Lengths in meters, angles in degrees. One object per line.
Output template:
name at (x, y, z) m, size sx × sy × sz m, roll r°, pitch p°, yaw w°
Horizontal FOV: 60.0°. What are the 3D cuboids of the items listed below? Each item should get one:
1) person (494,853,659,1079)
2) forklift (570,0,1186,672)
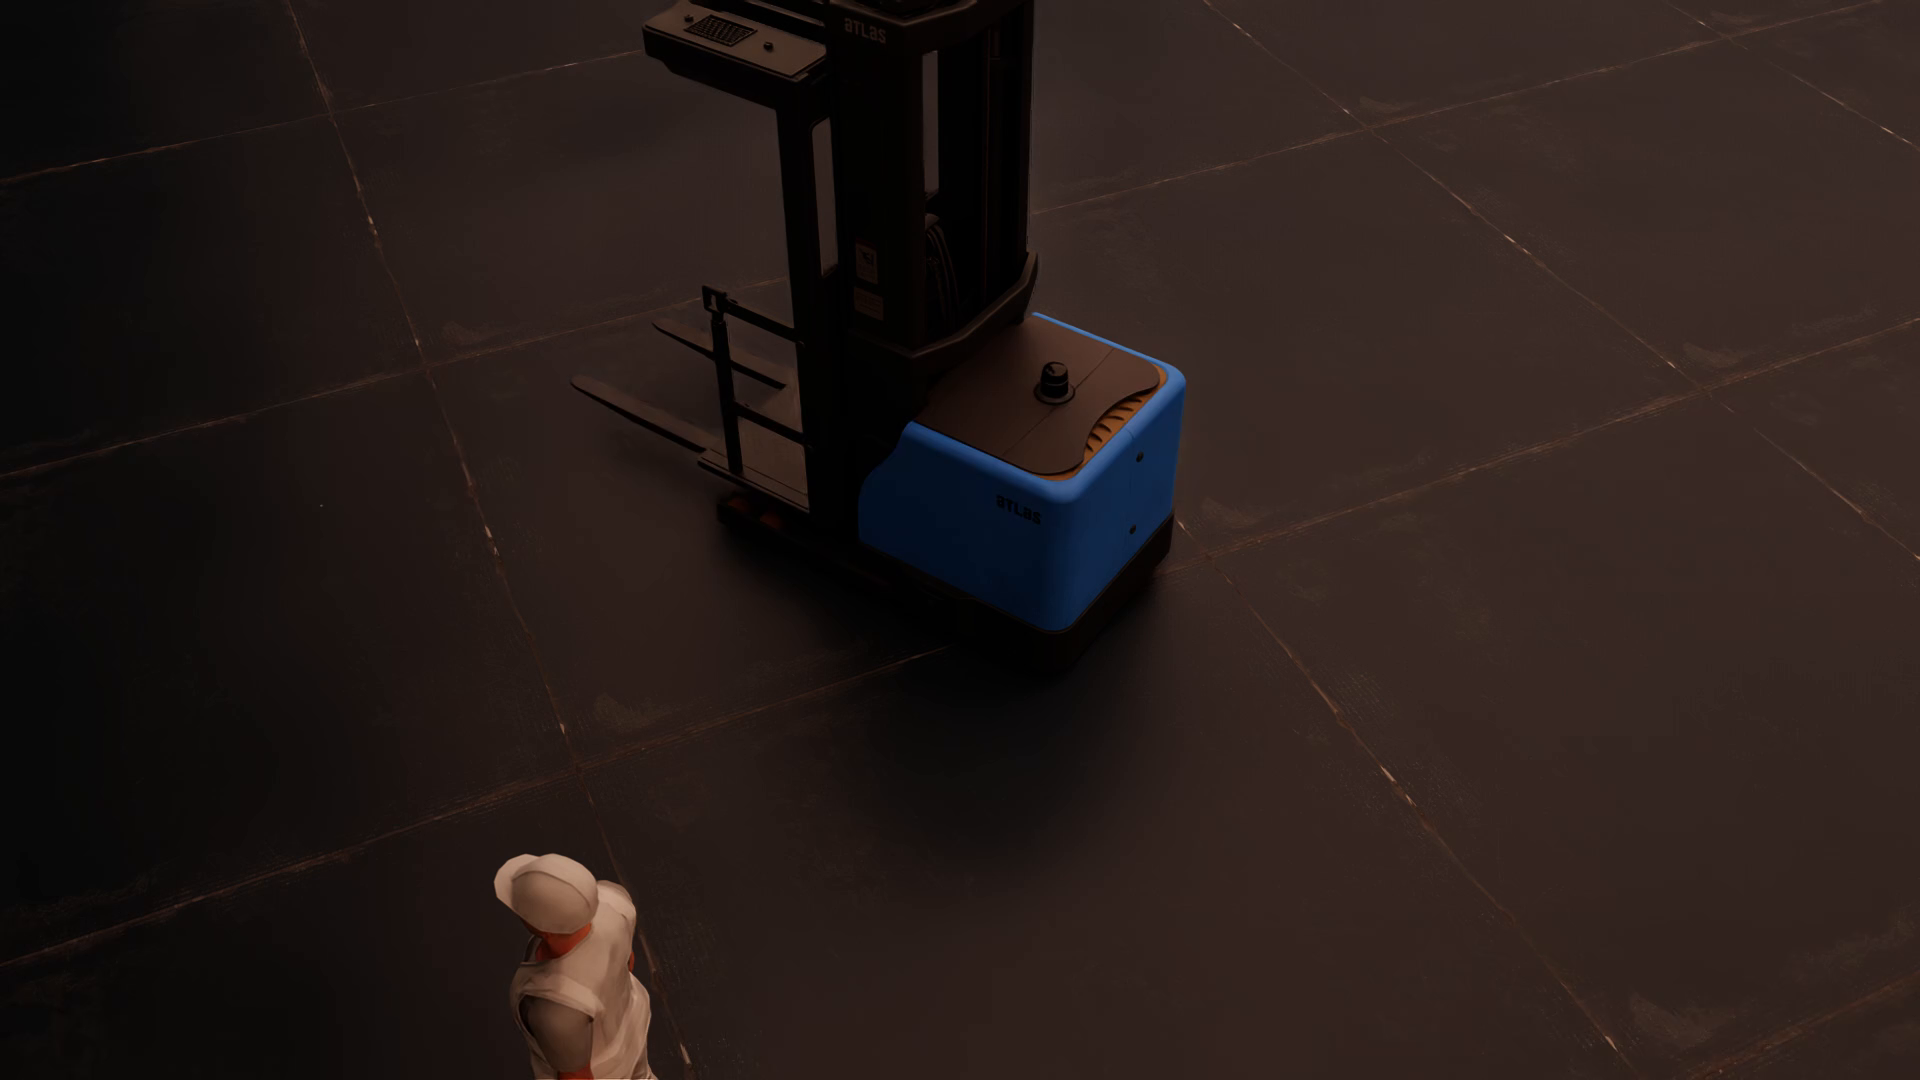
person at (-1.104, 1.499, 4.911) m, size 0.367 × 1.795 × 0.525 m, roll 6°, pitch 43°, yaw 7°
forklift at (-0.530, -1.306, 7.079) m, size 3.031 × 2.935 × 1.130 m, roll 25°, pitch 49°, yaw 25°
